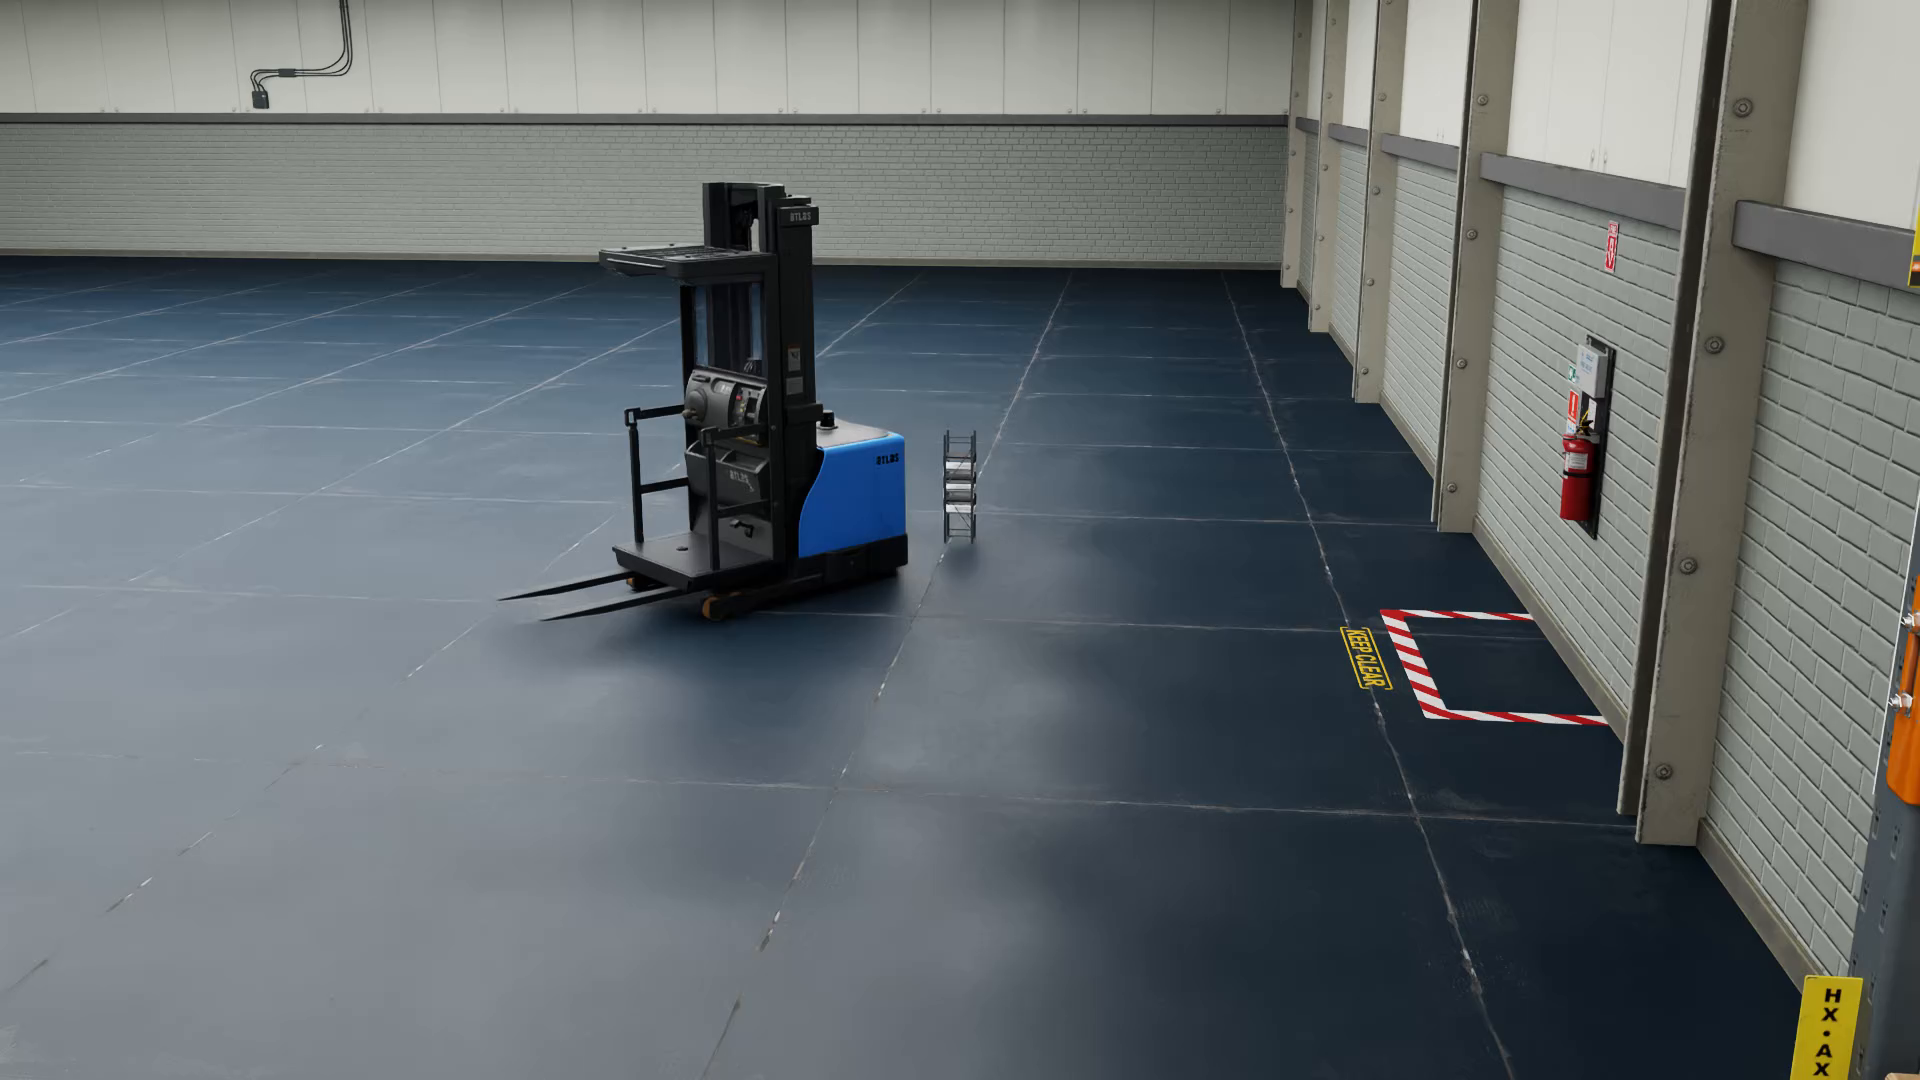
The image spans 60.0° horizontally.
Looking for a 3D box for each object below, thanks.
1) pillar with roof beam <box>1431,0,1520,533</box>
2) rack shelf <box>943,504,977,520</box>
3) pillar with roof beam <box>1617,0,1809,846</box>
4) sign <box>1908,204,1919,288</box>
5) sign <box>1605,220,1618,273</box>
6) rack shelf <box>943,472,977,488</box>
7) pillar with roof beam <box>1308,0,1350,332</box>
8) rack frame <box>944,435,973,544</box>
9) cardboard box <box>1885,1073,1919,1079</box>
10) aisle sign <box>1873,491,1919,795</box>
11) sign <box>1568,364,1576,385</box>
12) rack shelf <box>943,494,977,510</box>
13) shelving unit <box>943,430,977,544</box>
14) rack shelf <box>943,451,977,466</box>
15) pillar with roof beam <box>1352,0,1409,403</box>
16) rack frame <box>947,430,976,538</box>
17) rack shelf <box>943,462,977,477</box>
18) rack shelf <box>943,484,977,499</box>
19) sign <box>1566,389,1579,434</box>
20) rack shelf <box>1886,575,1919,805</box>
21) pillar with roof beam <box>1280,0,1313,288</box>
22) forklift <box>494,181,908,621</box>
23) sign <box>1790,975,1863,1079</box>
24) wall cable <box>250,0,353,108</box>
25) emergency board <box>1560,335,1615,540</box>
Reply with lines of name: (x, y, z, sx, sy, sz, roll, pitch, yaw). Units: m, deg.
pillar with roof beam: (-0.098, -4.586, 13.382, 9.100, 9.000, 0.400, 2, 15, 6)
rack shelf: (-0.001, -0.226, 13.592, 0.258, 0.077, 0.200, 2, 15, 6)
pillar with roof beam: (-0.775, -3.030, 7.627, 9.100, 9.000, 0.400, 2, 15, 6)
sign: (1.505, -0.544, 2.506, 0.100, 0.325, 0.005, 2, 15, 6)
sign: (3.919, -1.765, 10.002, 0.001, 0.298, 0.199, 2, 15, 6)
rack shelf: (-0.001, -0.487, 13.522, 0.258, 0.077, 0.200, 2, 15, 6)
pillar with roof beam: (1.256, -7.698, 24.892, 9.100, 9.000, 0.400, 2, 15, 6)
rack frame: (-0.012, -0.406, 13.439, 0.240, 0.900, 0.006, 2, 15, 6)
cardboard box: (1.692, 1.158, 2.446, 0.500, 0.500, 0.500, 2, 15, 6)
aisle sign: (1.755, 0.060, 2.715, 0.394, 0.787, 0.004, 2, 15, 6)
sign: (3.974, -1.059, 10.750, 0.001, 0.109, 0.331, 2, 15, 6)
rack shelf: (-0.001, -0.313, 13.569, 0.258, 0.077, 0.200, 2, 15, 6)
shelving unit: (-0.001, -0.432, 13.537, 0.258, 0.900, 0.210, 2, 15, 6)
rack shelf: (-0.001, -0.661, 13.475, 0.258, 0.077, 0.200, 2, 15, 6)
pillar with roof beam: (0.579, -6.142, 19.137, 9.100, 9.000, 0.400, 2, 15, 6)
rack frame: (0.011, -0.459, 13.634, 0.240, 0.900, 0.006, 2, 15, 6)
rack shelf: (-0.001, -0.574, 13.499, 0.258, 0.077, 0.200, 2, 15, 6)
rack shelf: (-0.001, -0.400, 13.546, 0.258, 0.077, 0.200, 2, 15, 6)
sign: (3.984, -0.804, 10.822, 0.001, 0.329, 0.234, 2, 15, 6)
rack shelf: (1.819, 0.760, 0.736, 1.077, 0.370, 4.000, 2, 15, 6)
pillar with roof beam: (1.933, -9.254, 30.647, 9.100, 9.000, 0.400, 2, 15, 6)
forklift: (-1.832, -1.005, 11.762, 3.031, 2.935, 1.130, -13, 20, -40)
sign: (1.505, 0.908, 2.898, 0.100, 0.325, 0.005, 2, 15, 6)
wall cable: (-14.011, -12.139, 34.798, 2.305, 6.003, 0.169, 2, 15, 6)
emergency board: (3.819, -0.647, 10.308, 0.194, 1.169, 0.643, 2, 15, 6)
